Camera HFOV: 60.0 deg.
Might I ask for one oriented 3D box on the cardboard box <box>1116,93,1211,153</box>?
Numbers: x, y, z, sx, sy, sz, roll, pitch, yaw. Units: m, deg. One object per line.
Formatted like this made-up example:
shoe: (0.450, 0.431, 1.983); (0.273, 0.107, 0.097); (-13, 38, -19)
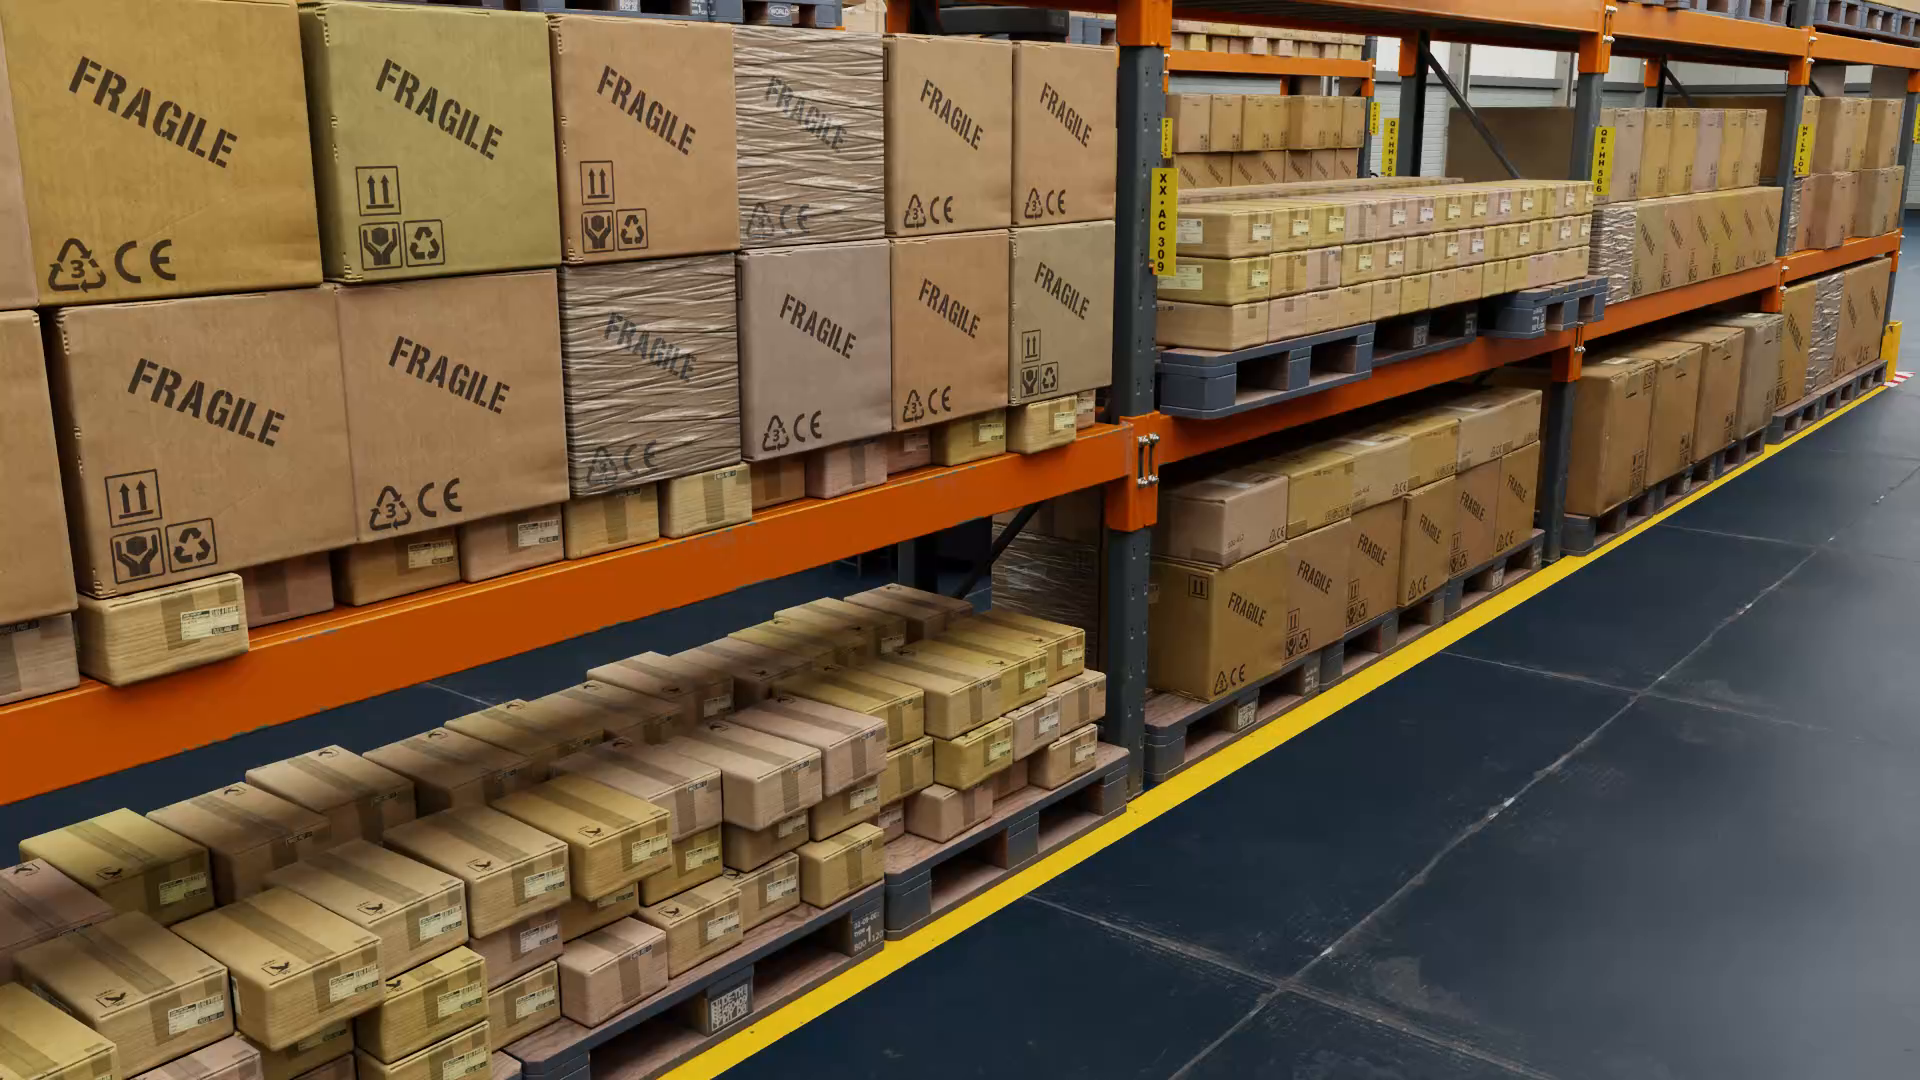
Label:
cardboard box: (1.760, -3.654, 14.578); (0.700, 0.500, 0.500); (11, 18, 37)

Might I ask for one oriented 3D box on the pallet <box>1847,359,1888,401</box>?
pallet: (7.301, -1.429, 14.320); (1.003, 0.211, 1.213); (11, 18, 38)

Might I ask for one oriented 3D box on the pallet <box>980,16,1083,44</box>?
pallet: (0.194, -3.988, 13.020); (1.213, 0.211, 1.003); (11, 18, 38)

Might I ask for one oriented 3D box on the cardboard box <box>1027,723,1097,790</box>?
cardboard box: (0.219, 0.658, 5.377); (0.380, 0.149, 0.250); (12, 18, 38)

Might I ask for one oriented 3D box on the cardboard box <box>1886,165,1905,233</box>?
cardboard box: (7.544, -2.940, 14.301); (0.875, 0.550, 0.550); (11, 18, 38)

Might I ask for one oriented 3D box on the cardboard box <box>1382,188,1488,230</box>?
cardboard box: (1.948, -1.372, 6.880); (0.380, 0.149, 0.250); (12, 19, 40)

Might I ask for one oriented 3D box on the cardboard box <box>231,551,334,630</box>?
cardboard box: (-1.460, 0.059, 3.307); (0.380, 0.149, 0.250); (12, 19, 40)

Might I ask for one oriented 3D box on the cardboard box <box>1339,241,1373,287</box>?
cardboard box: (1.292, -1.027, 6.128); (0.380, 0.149, 0.250); (10, 18, 35)

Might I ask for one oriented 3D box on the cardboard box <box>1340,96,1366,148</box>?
cardboard box: (3.677, -4.238, 16.876); (0.700, 0.500, 0.500); (11, 18, 36)

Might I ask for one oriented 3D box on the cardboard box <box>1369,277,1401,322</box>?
cardboard box: (1.454, -0.932, 6.356); (0.380, 0.149, 0.250); (10, 18, 35)

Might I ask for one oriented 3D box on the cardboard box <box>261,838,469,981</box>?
cardboard box: (-1.291, 0.800, 3.610); (0.380, 0.149, 0.250); (10, 17, 35)

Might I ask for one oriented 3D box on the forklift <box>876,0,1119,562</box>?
forklift: (0.316, -1.624, 9.561); (1.130, 2.935, 3.031); (6, 16, 23)

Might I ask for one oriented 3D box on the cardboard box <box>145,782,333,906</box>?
cardboard box: (-1.700, 0.719, 3.928); (0.380, 0.149, 0.250); (10, 18, 35)

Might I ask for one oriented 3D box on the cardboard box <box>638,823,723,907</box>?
cardboard box: (-0.830, 0.781, 4.289); (0.380, 0.149, 0.250); (12, 19, 40)

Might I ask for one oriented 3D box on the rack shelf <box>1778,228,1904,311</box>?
rack shelf: (6.485, -2.214, 13.208); (1.077, 0.370, 4.000); (11, 18, 38)

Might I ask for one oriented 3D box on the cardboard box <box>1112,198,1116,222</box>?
cardboard box: (0.469, -1.177, 6.111); (0.380, 0.149, 0.250); (11, 18, 36)

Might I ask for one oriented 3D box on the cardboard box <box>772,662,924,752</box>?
cardboard box: (-0.325, 0.492, 4.823); (0.380, 0.149, 0.250); (12, 19, 39)

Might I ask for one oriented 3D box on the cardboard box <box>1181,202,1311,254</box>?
cardboard box: (0.976, -1.077, 5.717); (0.380, 0.149, 0.250); (12, 18, 39)

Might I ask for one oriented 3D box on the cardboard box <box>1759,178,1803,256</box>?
cardboard box: (5.451, -2.325, 11.878); (0.875, 0.550, 0.550); (11, 18, 38)

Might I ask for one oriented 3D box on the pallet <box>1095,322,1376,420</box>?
pallet: (0.794, -0.679, 6.092); (1.003, 0.211, 1.213); (11, 18, 38)

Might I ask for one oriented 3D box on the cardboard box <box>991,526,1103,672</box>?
cardboard box: (0.469, 0.179, 6.548); (0.500, 0.500, 0.500); (11, 18, 36)

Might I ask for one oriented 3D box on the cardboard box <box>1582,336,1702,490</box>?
cardboard box: (3.714, -0.798, 9.887); (1.050, 0.750, 0.750); (12, 18, 38)

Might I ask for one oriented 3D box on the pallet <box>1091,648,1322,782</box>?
pallet: (0.688, 0.554, 6.512); (1.003, 0.211, 1.213); (11, 18, 38)

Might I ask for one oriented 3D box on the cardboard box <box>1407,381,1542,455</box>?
cardboard box: (2.488, -0.598, 8.084); (0.500, 0.250, 0.500); (11, 18, 36)

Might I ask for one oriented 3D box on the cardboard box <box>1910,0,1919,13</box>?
cardboard box: (7.477, -4.316, 13.384); (0.380, 0.149, 0.250); (12, 18, 38)

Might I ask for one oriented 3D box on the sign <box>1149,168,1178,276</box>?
sign: (0.627, -0.985, 5.149); (0.100, 0.325, 0.005); (11, 18, 38)

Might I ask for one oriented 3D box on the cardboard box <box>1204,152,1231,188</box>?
cardboard box: (2.105, -3.260, 15.056); (0.500, 0.500, 0.500); (11, 18, 37)

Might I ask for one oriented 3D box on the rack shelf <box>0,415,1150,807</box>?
rack shelf: (-1.057, 0.084, 4.161); (1.077, 0.370, 4.000); (11, 18, 38)

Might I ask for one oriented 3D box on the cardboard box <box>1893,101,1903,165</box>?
cardboard box: (7.479, -3.477, 14.219); (0.875, 0.550, 0.550); (11, 18, 38)

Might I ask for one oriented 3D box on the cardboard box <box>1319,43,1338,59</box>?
cardboard box: (3.497, -4.815, 16.401); (0.380, 0.149, 0.250); (12, 19, 39)

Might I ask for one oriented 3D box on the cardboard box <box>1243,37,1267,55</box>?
cardboard box: (2.580, -4.514, 15.216); (0.380, 0.149, 0.250); (11, 18, 36)

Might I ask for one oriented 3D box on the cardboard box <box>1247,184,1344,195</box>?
cardboard box: (1.448, -1.473, 7.280); (0.380, 0.149, 0.250); (12, 19, 39)

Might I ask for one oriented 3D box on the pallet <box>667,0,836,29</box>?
pallet: (-1.563, -3.391, 10.671); (1.213, 0.211, 1.003); (12, 19, 40)

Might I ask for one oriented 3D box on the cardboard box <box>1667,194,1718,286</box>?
cardboard box: (4.156, -1.796, 9.897); (0.500, 0.500, 0.500); (11, 18, 37)

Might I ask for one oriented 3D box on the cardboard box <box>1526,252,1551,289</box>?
cardboard box: (2.443, -1.233, 7.543); (0.380, 0.149, 0.250); (12, 18, 38)

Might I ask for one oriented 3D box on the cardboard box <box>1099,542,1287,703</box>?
cardboard box: (0.871, 0.260, 6.232); (0.500, 0.500, 0.500); (12, 19, 40)

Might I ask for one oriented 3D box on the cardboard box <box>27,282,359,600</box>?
cardboard box: (-1.500, -0.224, 3.105); (0.500, 0.500, 0.500); (11, 18, 38)

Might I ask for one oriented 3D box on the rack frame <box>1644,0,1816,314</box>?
rack frame: (5.228, -2.180, 11.611); (1.000, 3.000, 0.127); (11, 18, 38)

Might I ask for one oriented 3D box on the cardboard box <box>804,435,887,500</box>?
cardboard box: (-0.418, -0.225, 4.426); (0.380, 0.149, 0.250); (10, 18, 35)

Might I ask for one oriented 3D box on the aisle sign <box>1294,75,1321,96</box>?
aisle sign: (3.626, -5.012, 17.482); (0.394, 0.787, 0.004); (11, 18, 38)

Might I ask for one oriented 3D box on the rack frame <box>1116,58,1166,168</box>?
rack frame: (1.315, -2.926, 14.551); (1.000, 3.000, 0.127); (11, 18, 38)

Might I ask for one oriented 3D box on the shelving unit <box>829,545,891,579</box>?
shelving unit: (-0.510, -0.281, 8.402); (0.258, 0.900, 0.210); (14, 20, 43)

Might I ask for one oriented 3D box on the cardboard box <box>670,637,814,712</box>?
cardboard box: (-0.664, 0.429, 5.070); (0.380, 0.149, 0.250); (11, 18, 36)

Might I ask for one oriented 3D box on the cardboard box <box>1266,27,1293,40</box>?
cardboard box: (2.762, -4.785, 15.474); (0.500, 0.250, 0.500); (11, 18, 38)

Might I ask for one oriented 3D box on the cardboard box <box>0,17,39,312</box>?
cardboard box: (-1.825, -0.604, 2.570); (0.500, 0.500, 0.500); (11, 18, 37)

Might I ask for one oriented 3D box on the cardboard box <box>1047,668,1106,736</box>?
cardboard box: (0.249, 0.496, 5.412); (0.380, 0.149, 0.250); (12, 18, 39)

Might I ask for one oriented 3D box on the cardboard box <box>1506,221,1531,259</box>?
cardboard box: (2.270, -1.325, 7.298); (0.380, 0.149, 0.250); (11, 18, 38)

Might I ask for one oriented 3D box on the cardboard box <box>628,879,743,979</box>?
cardboard box: (-0.774, 0.947, 4.239); (0.380, 0.149, 0.250); (11, 18, 38)

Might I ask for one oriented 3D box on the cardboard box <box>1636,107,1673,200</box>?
cardboard box: (3.642, -2.227, 9.563); (0.700, 0.500, 0.500); (11, 18, 37)

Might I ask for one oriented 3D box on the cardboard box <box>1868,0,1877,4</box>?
cardboard box: (6.520, -4.025, 12.238); (0.380, 0.149, 0.250); (11, 18, 38)

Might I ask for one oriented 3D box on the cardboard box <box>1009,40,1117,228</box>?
cardboard box: (0.115, -1.193, 4.889); (0.500, 0.500, 0.500); (10, 18, 36)
